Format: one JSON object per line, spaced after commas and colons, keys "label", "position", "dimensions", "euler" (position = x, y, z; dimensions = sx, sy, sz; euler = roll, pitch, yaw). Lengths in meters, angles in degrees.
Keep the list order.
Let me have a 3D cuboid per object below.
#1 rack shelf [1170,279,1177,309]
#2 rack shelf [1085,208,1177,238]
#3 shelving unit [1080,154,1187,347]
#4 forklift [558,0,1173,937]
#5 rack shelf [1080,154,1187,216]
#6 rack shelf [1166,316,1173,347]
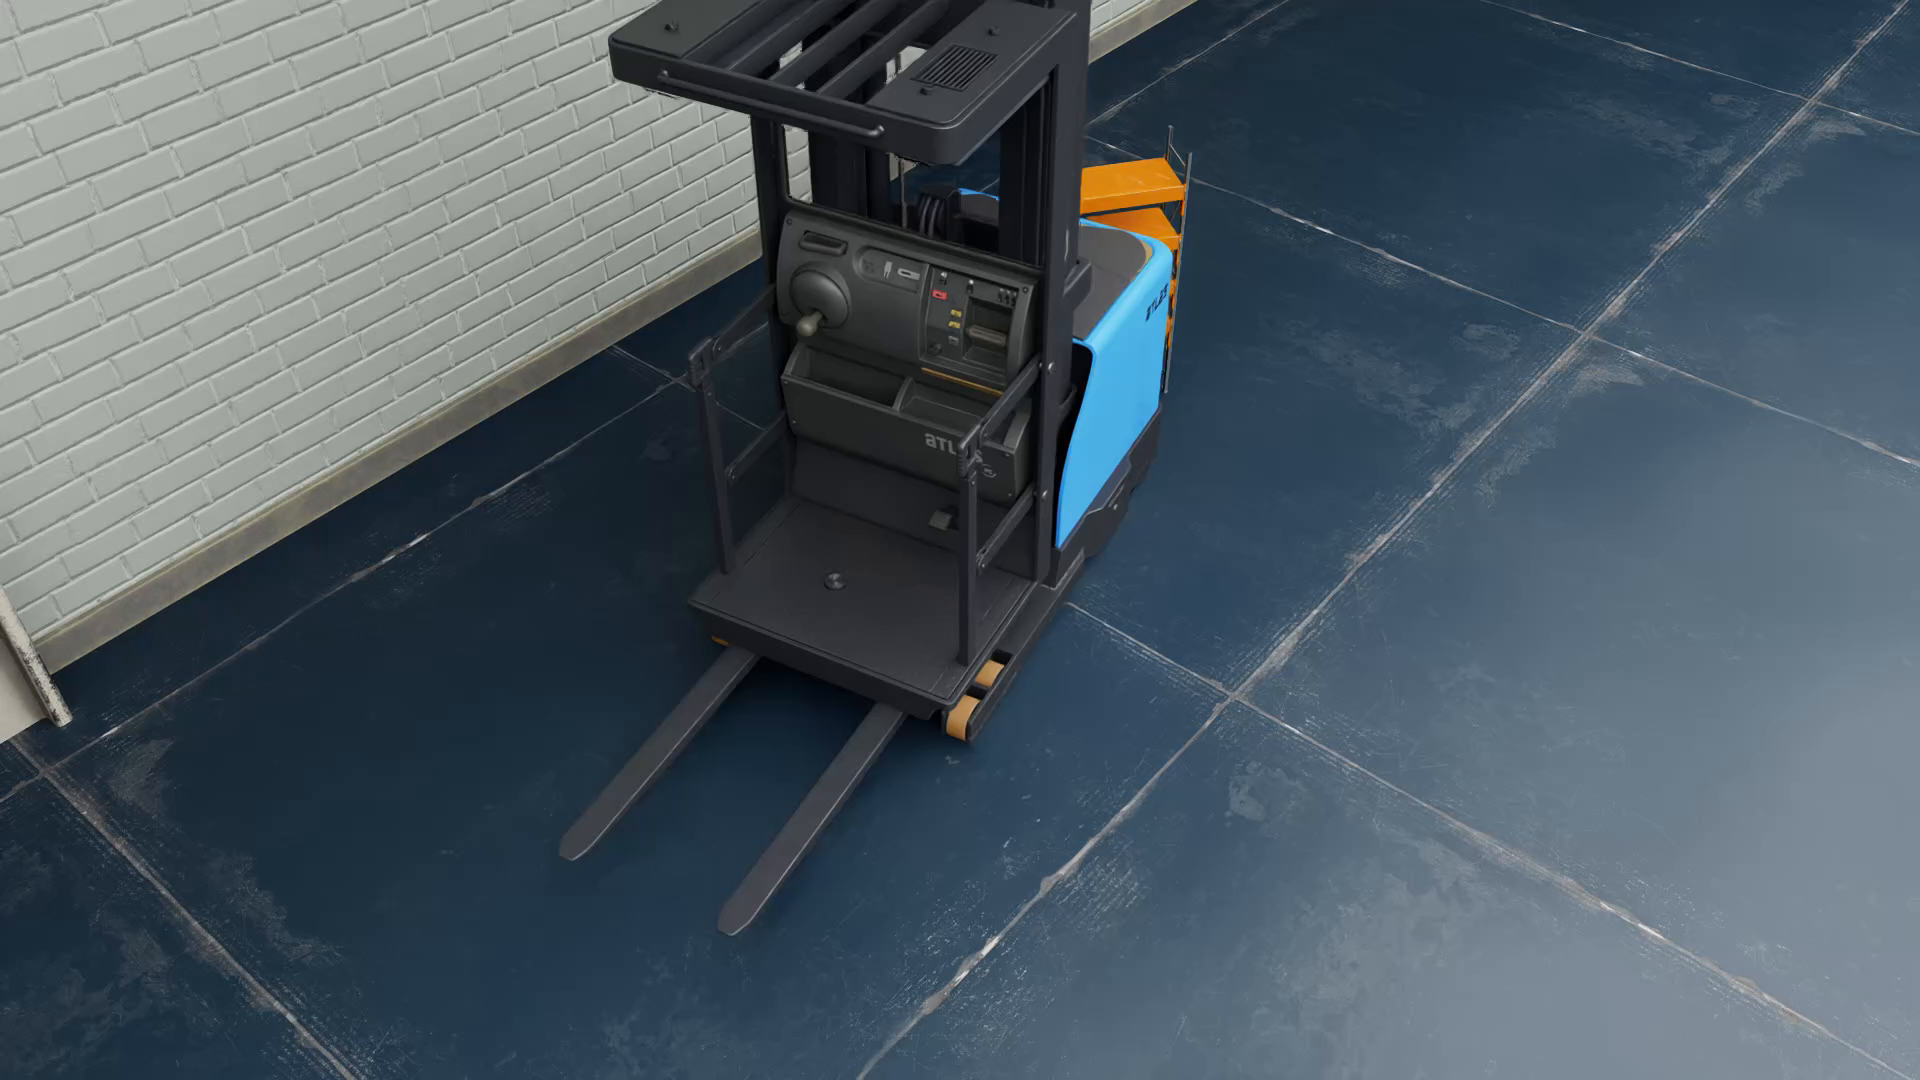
{"label": "rack shelf", "position": [0.658, -1.091, 7.158], "dimensions": [0.480, 0.148, 0.258], "euler": [-10, 43, -11]}
{"label": "rack shelf", "position": [0.658, -1.296, 6.972], "dimensions": [0.457, 0.021, 0.221], "euler": [-10, 43, -11]}
{"label": "shelving unit", "position": [0.653, -1.140, 7.112], "dimensions": [0.492, 1.200, 0.258], "euler": [-10, 43, -11]}
{"label": "forklift", "position": [-0.291, -0.713, 5.355], "dimensions": [1.130, 2.935, 3.031], "euler": [19, 46, 20]}
{"label": "rack shelf", "position": [0.658, -1.432, 6.849], "dimensions": [0.480, 0.148, 0.258], "euler": [-10, 43, -11]}
{"label": "rack shelf", "position": [0.658, -0.944, 7.292], "dimensions": [0.480, 0.148, 0.258], "euler": [-10, 43, -11]}
